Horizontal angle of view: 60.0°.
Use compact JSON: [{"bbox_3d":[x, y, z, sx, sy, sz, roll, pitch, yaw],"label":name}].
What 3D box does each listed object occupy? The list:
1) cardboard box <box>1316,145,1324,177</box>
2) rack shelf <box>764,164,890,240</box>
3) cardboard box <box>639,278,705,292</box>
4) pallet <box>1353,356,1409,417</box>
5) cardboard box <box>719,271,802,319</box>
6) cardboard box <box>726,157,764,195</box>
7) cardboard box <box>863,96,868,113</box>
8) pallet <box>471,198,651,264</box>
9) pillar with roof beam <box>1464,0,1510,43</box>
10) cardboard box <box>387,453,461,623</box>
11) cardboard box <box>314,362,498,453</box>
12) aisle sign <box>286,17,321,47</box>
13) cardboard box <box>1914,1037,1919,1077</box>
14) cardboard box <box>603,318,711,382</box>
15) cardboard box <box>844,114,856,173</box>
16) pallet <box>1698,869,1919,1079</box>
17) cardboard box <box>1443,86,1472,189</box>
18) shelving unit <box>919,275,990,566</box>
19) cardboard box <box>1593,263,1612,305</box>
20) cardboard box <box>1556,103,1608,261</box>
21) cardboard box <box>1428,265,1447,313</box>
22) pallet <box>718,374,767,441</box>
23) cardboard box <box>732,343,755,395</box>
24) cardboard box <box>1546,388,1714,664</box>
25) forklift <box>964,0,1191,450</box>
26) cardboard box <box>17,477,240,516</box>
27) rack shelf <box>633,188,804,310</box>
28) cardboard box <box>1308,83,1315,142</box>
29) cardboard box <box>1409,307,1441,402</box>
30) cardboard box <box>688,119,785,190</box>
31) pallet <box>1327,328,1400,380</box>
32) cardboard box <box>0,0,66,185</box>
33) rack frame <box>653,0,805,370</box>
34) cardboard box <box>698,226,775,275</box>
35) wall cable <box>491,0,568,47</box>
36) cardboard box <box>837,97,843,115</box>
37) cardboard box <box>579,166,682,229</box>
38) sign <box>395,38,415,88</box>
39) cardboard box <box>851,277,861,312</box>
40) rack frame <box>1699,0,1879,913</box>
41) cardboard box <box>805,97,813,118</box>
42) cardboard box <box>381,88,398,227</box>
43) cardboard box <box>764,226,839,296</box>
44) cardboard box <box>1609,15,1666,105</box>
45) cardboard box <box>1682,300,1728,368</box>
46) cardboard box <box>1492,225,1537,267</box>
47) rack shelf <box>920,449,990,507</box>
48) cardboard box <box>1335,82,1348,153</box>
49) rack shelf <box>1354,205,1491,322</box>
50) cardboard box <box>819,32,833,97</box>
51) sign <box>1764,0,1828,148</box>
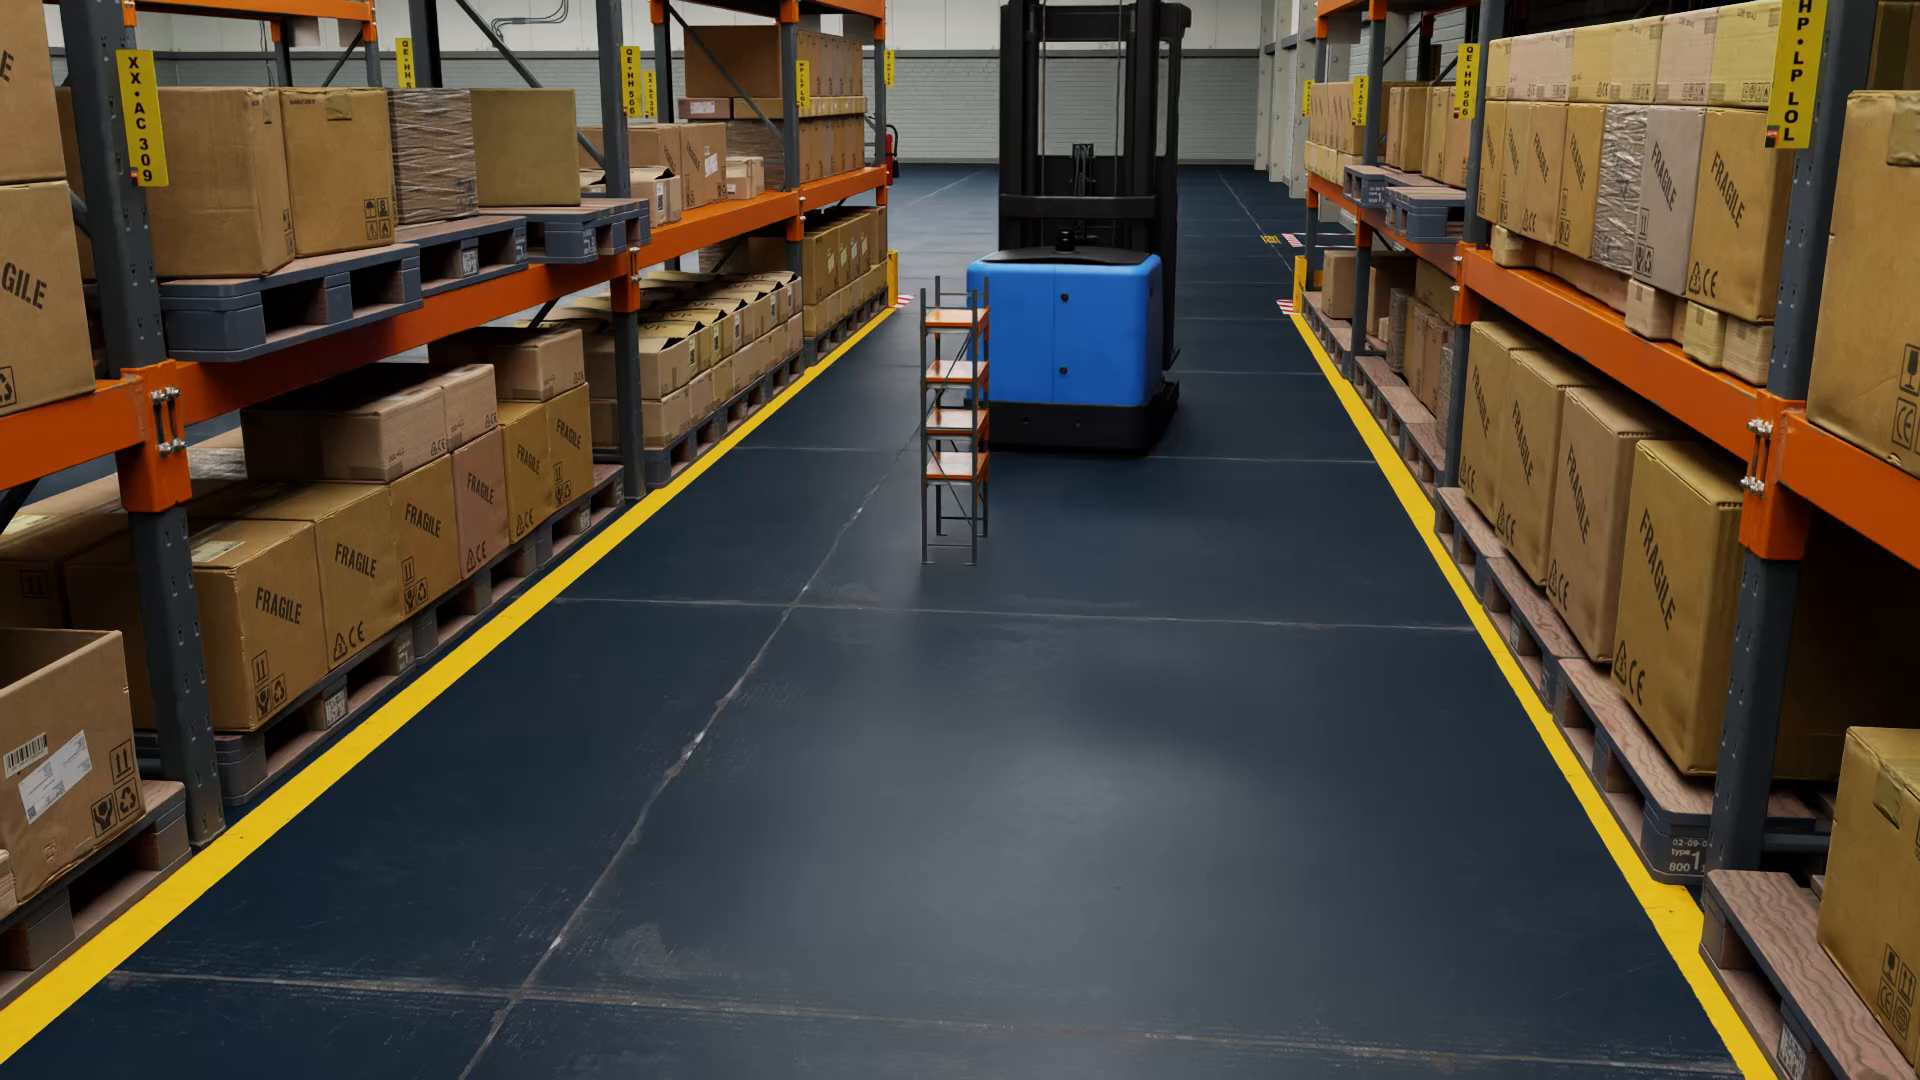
[{"bbox_3d":[3.243,-3.153,13.825,0.500,0.250,0.500,1,15,5],"label":"cardboard box"},{"bbox_3d":[-1.426,-2.879,13.941,1.077,0.370,4.000,2,15,6],"label":"rack shelf"},{"bbox_3d":[-2.008,-1.624,11.311,0.500,0.311,0.500,2,15,6],"label":"cardboard box"},{"bbox_3d":[3.184,-1.015,11.010,1.003,0.211,1.213,2,15,6],"label":"pallet"},{"bbox_3d":[-1.413,-1.740,11.740,0.500,0.311,0.500,2,15,6],"label":"cardboard box"},{"bbox_3d":[-1.664,-2.506,11.471,0.500,0.250,0.500,3,15,10],"label":"cardboard box"},{"bbox_3d":[-1.054,-4.002,15.281,0.380,0.149,0.250,1,15,5],"label":"cardboard box"},{"bbox_3d":[-2.110,-1.400,7.459,1.213,0.211,1.003,2,15,6],"label":"pallet"},{"bbox_3d":[0.225,-6.416,14.150,9.100,9.000,0.400,2,15,6],"label":"pillar with roof beam"},{"bbox_3d":[-2.145,-0.025,5.953,0.500,0.500,0.500,2,15,7],"label":"cardboard box"},{"bbox_3d":[-2.089,-0.508,6.304,0.500,0.250,0.500,1,15,5],"label":"cardboard box"},{"bbox_3d":[-6.405,-5.174,16.070,0.394,0.787,0.004,2,15,6],"label":"aisle sign"},{"bbox_3d":[2.121,0.837,2.803,0.700,0.500,0.500,2,15,6],"label":"cardboard box"},{"bbox_3d":[-1.702,-1.080,9.298,0.500,0.311,0.500,1,15,5],"label":"cardboard box"},{"bbox_3d":[-1.321,-3.536,14.802,0.700,0.500,0.500,2,15,8],"label":"cardboard box"},{"bbox_3d":[2.204,1.053,3.363,1.003,0.211,1.213,2,15,6],"label":"pallet"},{"bbox_3d":[2.898,-2.054,8.477,0.700,0.500,0.500,0,15,1],"label":"cardboard box"},{"bbox_3d":[-0.019,-0.536,7.347,0.258,1.200,0.503,2,15,6],"label":"shelving unit"},{"bbox_3d":[2.353,-0.869,5.572,0.380,0.149,0.250,2,15,8],"label":"cardboard box"},{"bbox_3d":[2.334,-1.209,5.586,0.500,0.500,0.500,2,15,8],"label":"cardboard box"},{"bbox_3d":[3.103,-1.490,9.934,0.500,0.250,0.500,1,15,5],"label":"cardboard box"},{"bbox_3d":[-1.832,-0.852,10.408,1.003,0.211,1.213,2,15,6],"label":"pallet"},{"bbox_3d":[-1.586,-1.071,10.340,0.500,0.250,0.500,2,15,7],"label":"cardboard box"},{"bbox_3d":[2.409,-0.056,5.436,0.750,0.750,0.750,2,15,8],"label":"cardboard box"},{"bbox_3d":[0.833,-2.263,10.417,1.130,2.935,3.031,3,15,12],"label":"forklift"},{"bbox_3d":[-2.720,0.097,5.502,0.500,0.500,0.500,2,15,6],"label":"cardboard box"},{"bbox_3d":[-1.878,-1.842,10.104,1.077,0.370,4.000,2,15,6],"label":"rack shelf"},{"bbox_3d":[3.369,-3.784,14.723,0.500,0.500,0.500,2,15,6],"label":"cardboard box"},{"bbox_3d":[3.098,-1.110,9.968,0.700,0.500,0.500,2,15,7],"label":"cardboard box"},{"bbox_3d":[-1.608,-2.871,12.342,0.700,0.500,0.500,1,15,5],"label":"cardboard box"},{"bbox_3d":[3.311,-1.392,12.405,1.003,0.211,1.213,2,15,6],"label":"pallet"},{"bbox_3d":[-2.355,-1.025,3.599,0.500,0.500,0.500,2,15,7],"label":"cardboard box"},{"bbox_3d":[-1.652,-2.708,11.929,1.000,3.000,0.127,2,15,6],"label":"rack frame"},{"bbox_3d":[-1.749,-2.201,13.082,0.500,0.500,0.500,2,15,6],"label":"cardboard box"},{"bbox_3d":[-12.334,-17.081,47.075,2.305,6.003,0.169,2,15,6],"label":"wall cable"},{"bbox_3d":[-1.199,-3.666,14.038,0.380,0.149,0.250,2,15,8],"label":"cardboard box"},{"bbox_3d":[-1.810,-1.853,8.941,0.500,0.311,0.500,2,15,6],"label":"cardboard box"},{"bbox_3d":[-2.655,-2.245,7.998,0.100,0.325,0.005,2,15,6],"label":"sign"},{"bbox_3d":[-1.125,-2.083,14.083,0.500,0.250,0.500,2,15,6],"label":"cardboard box"},{"bbox_3d":[2.368,-0.488,3.720,1.000,3.000,0.127,2,15,6],"label":"rack frame"},{"bbox_3d":[-1.345,-3.333,12.808,0.380,0.149,0.250,2,15,6],"label":"cardboard box"},{"bbox_3d":[-2.417,-1.344,5.889,0.700,0.500,0.500,-2,15,-8],"label":"cardboard box"},{"bbox_3d":[-1.240,-2.186,13.026,0.500,0.500,0.500,2,15,6],"label":"cardboard box"},{"bbox_3d":[2.291,-1.445,5.022,0.500,0.250,0.500,2,15,7],"label":"cardboard box"},{"bbox_3d":[2.130,-0.538,4.349,0.380,0.149,0.250,2,15,7],"label":"cardboard box"},{"bbox_3d":[2.401,-1.204,6.809,0.380,0.149,0.250,2,15,8],"label":"cardboard box"},{"bbox_3d":[-0.019,-0.280,7.416,0.258,0.148,0.480,2,15,6],"label":"rack shelf"},{"bbox_3d":[3.067,-3.123,12.278,0.500,0.500,0.500,2,15,6],"label":"cardboard box"},{"bbox_3d":[3.045,-1.697,9.568,1.077,0.370,4.000,2,15,6],"label":"rack shelf"},{"bbox_3d":[-1.438,-3.888,13.617,0.700,0.500,0.500,2,15,6],"label":"cardboard box"},{"bbox_3d":[1.827,-1.022,3.629,0.100,0.325,0.005,2,15,6],"label":"sign"}]
